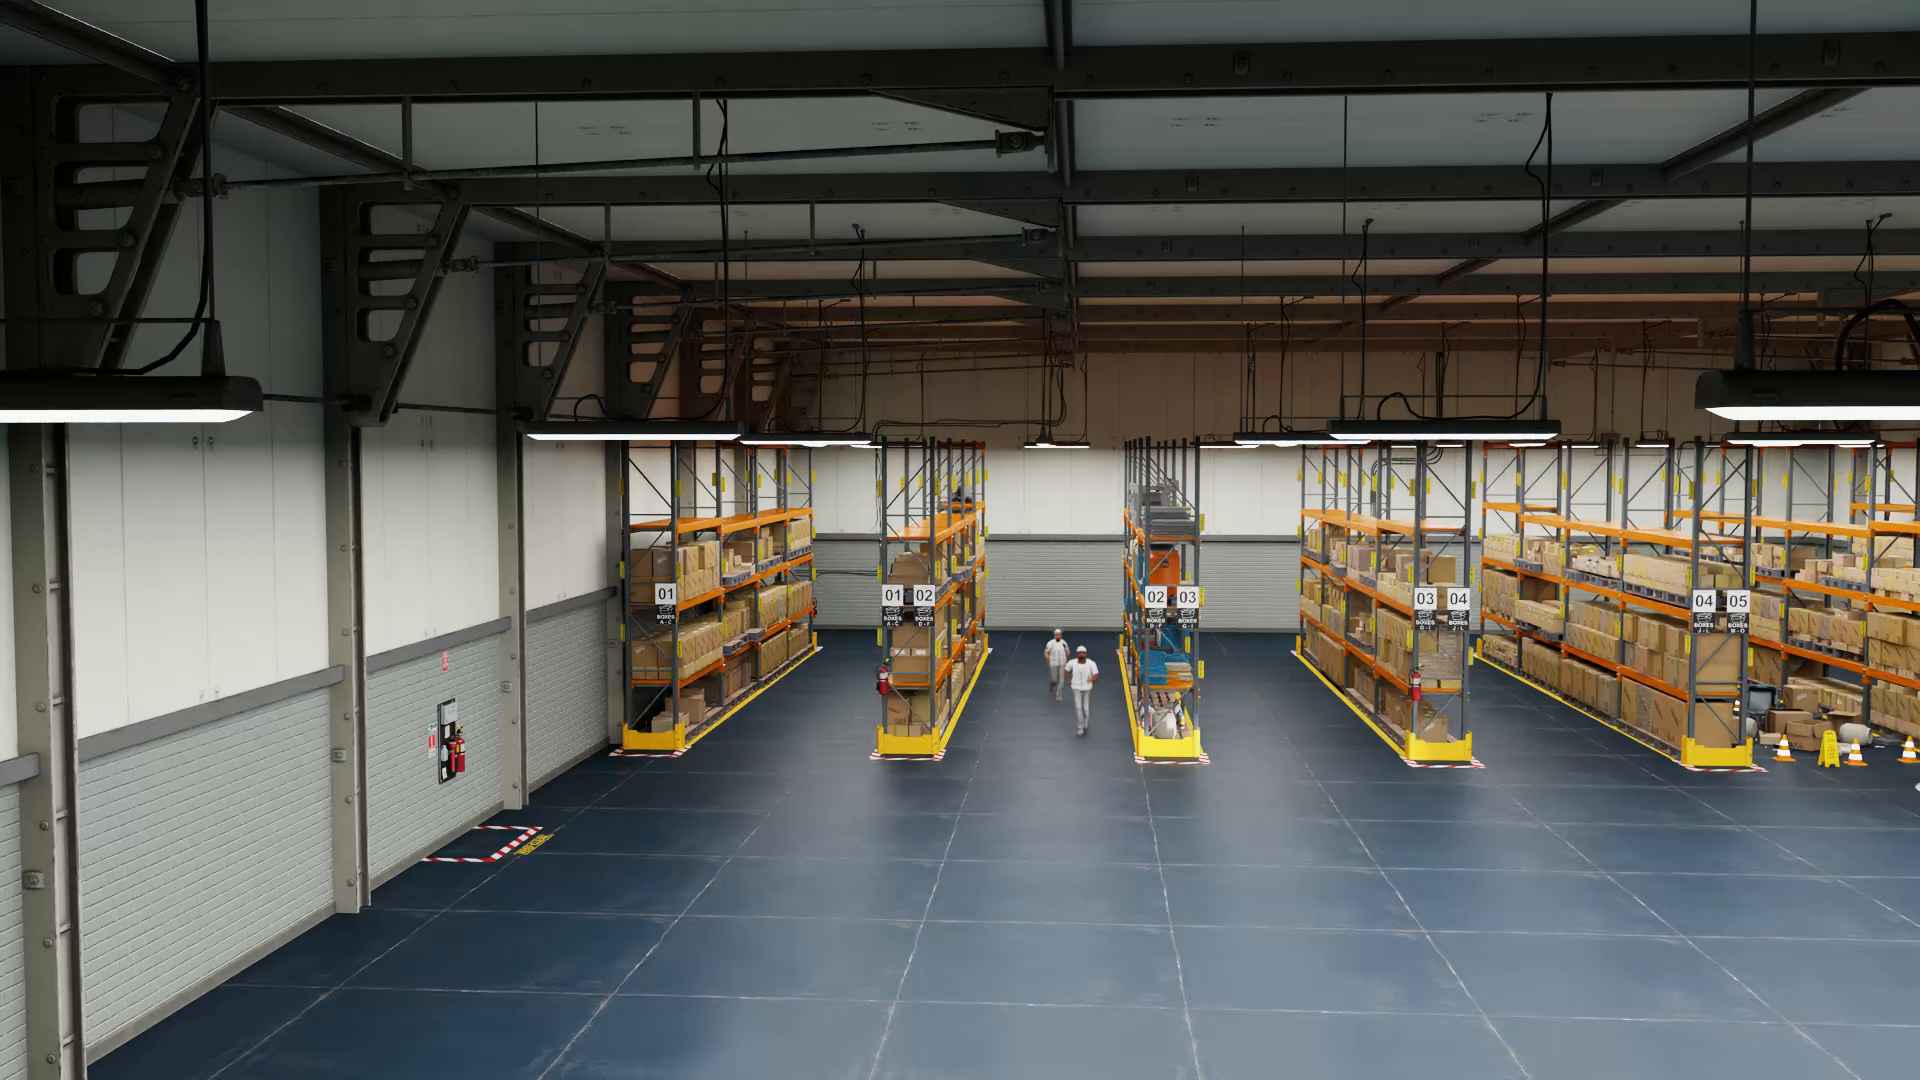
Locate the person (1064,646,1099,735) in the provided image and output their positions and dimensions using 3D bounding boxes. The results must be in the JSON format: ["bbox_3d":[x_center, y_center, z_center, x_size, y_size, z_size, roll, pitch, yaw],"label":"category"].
[{"bbox_3d":[2.468,3.030,33.788,0.701,1.769,0.827,0,3,3],"label":"person"}]

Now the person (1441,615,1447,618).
[{"bbox_3d":[13.285,2.445,46.391,0.617,1.504,0.481,3,4,43],"label":"person"}]

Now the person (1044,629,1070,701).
[{"bbox_3d":[2.240,2.870,38.344,0.591,1.628,0.584,-1,3,-10],"label":"person"}]
